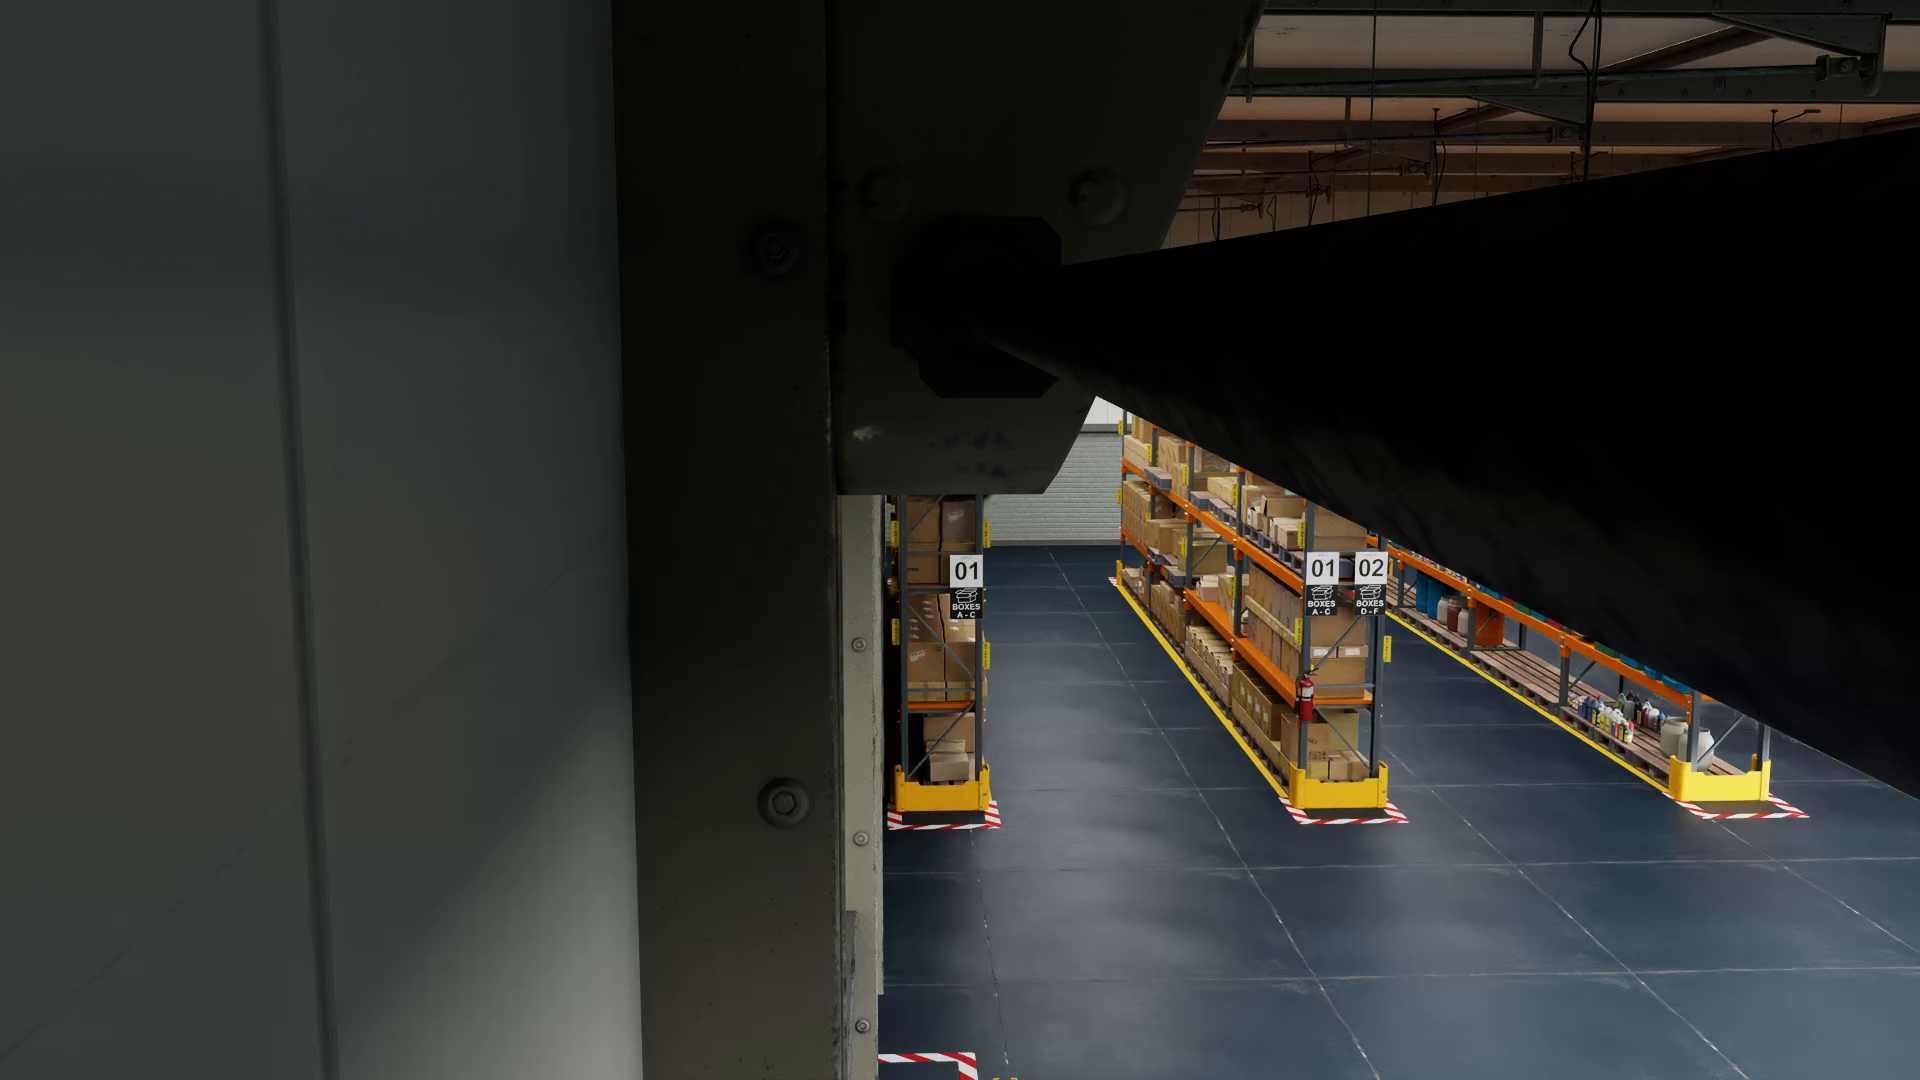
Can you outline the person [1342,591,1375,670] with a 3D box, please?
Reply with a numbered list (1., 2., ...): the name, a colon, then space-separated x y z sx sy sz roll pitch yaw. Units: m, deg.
1. person: 6.768 1.326 28.342 0.674 1.682 0.782 -2 9 -11
